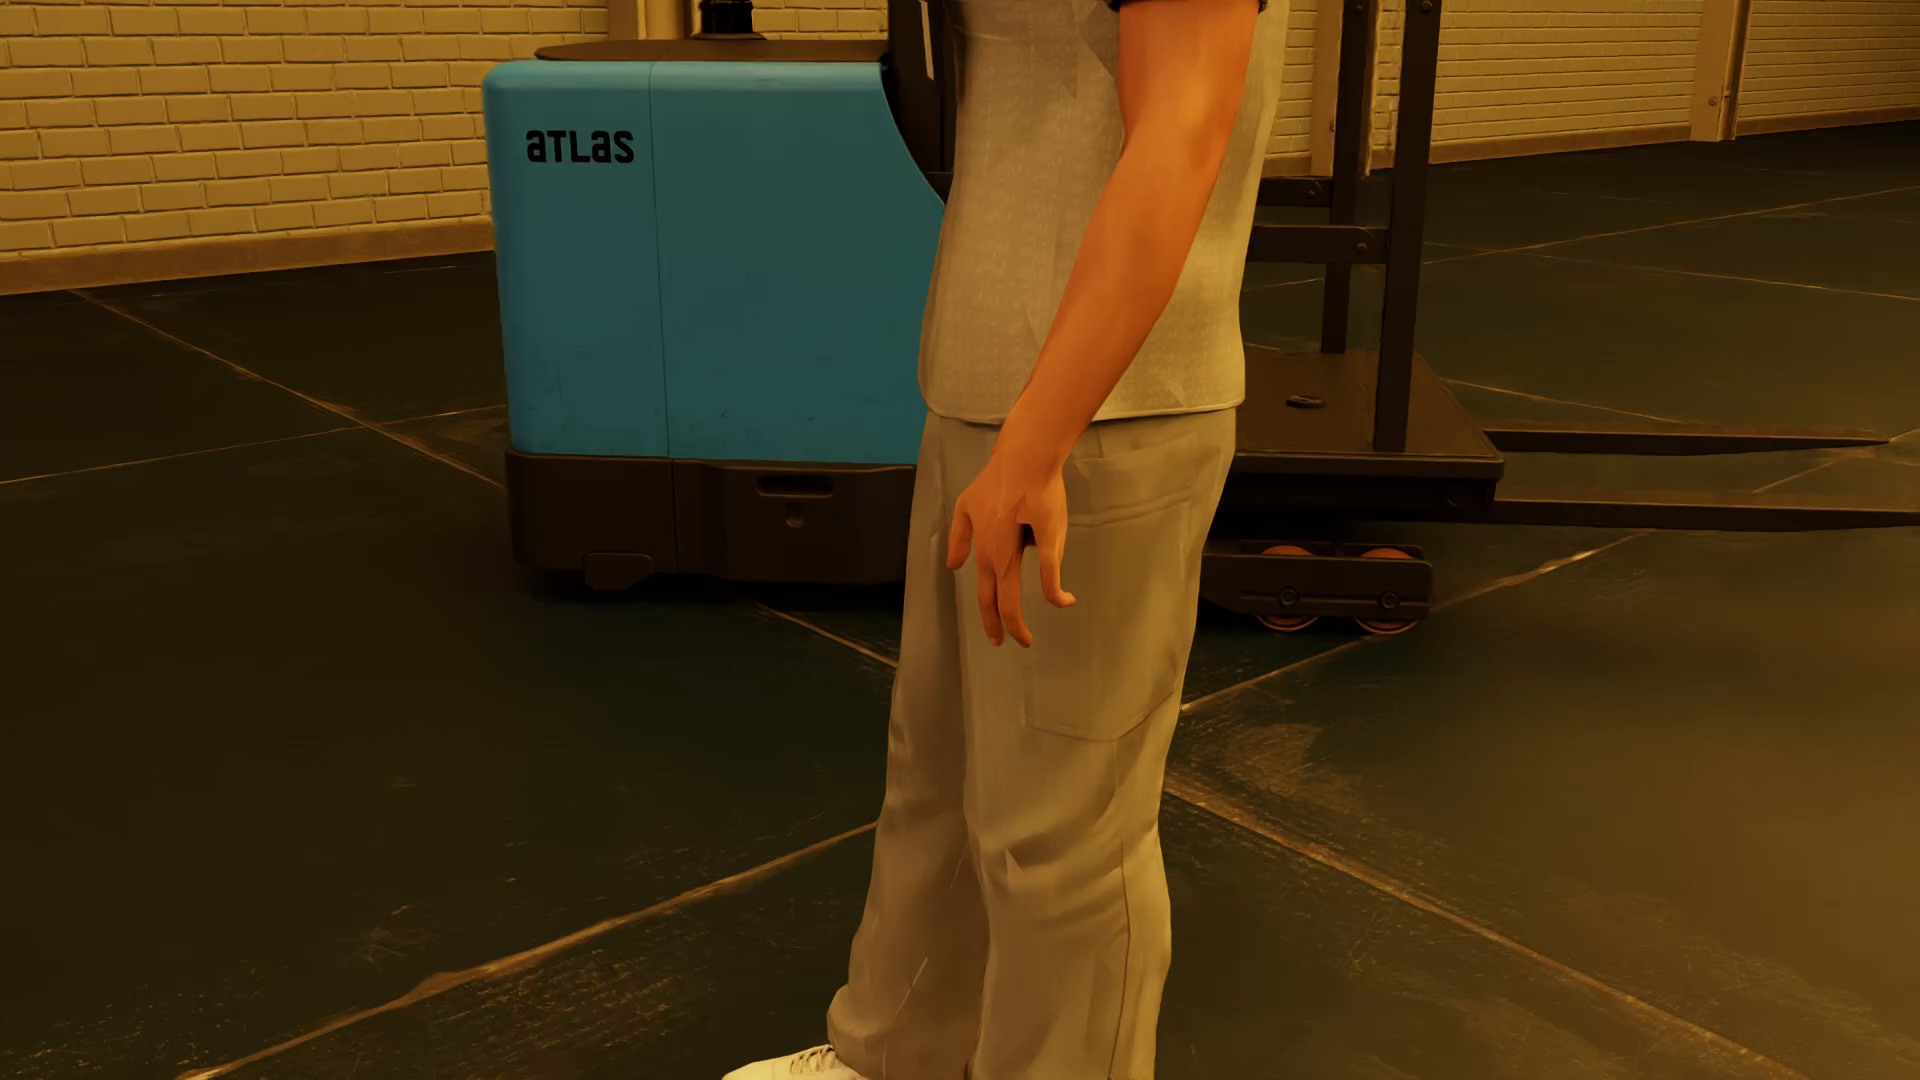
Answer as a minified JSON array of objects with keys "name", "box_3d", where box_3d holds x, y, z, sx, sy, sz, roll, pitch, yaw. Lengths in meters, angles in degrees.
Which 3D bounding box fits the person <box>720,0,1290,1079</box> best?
[{"name":"person","box_3d":[0.012,-0.103,1.378,0.539,1.671,0.560,-1,17,-2]}]

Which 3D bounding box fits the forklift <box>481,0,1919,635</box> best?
[{"name":"forklift","box_3d":[0.610,-1.380,3.352,3.031,2.935,1.130,2,17,6]}]
